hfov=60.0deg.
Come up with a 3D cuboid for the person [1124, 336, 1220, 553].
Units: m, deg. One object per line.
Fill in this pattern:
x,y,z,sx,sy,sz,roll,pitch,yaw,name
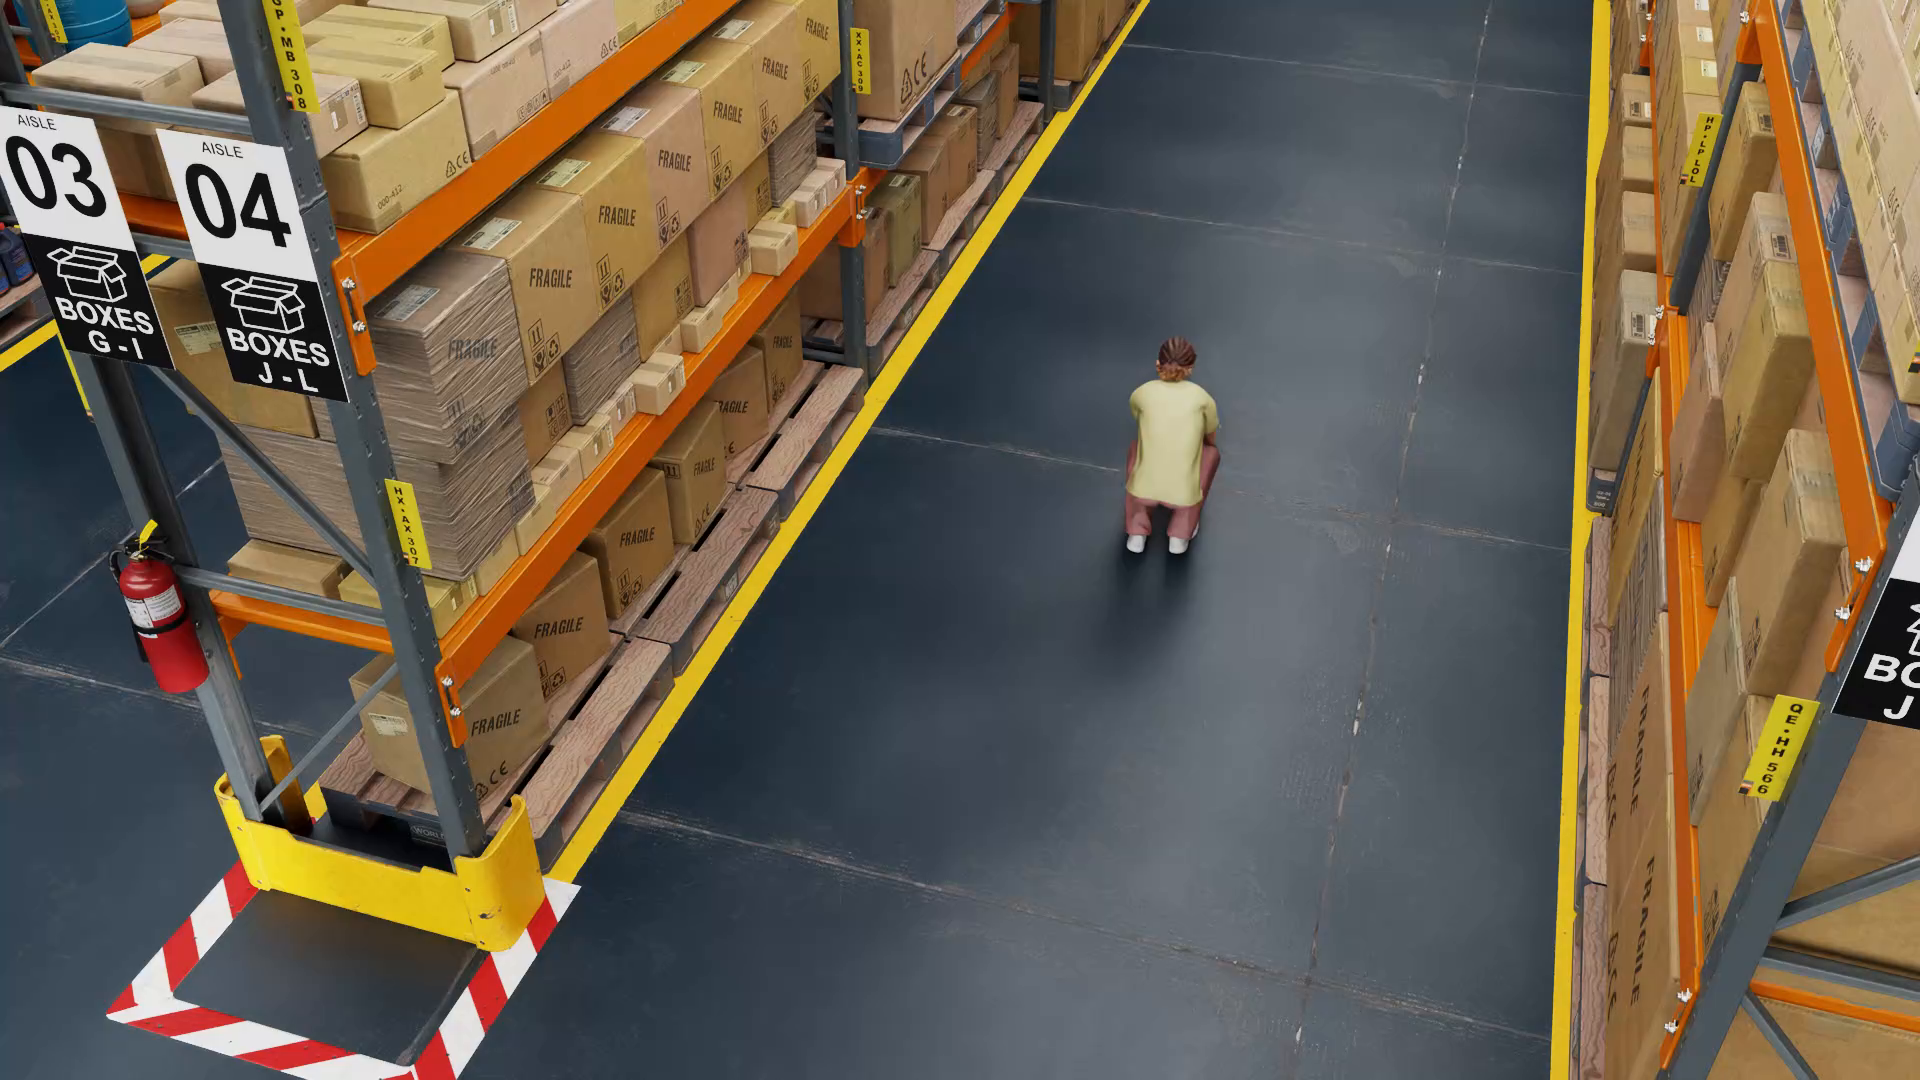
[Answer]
1.028,-0.452,8.102,0.460,0.943,0.807,10,38,13,person
